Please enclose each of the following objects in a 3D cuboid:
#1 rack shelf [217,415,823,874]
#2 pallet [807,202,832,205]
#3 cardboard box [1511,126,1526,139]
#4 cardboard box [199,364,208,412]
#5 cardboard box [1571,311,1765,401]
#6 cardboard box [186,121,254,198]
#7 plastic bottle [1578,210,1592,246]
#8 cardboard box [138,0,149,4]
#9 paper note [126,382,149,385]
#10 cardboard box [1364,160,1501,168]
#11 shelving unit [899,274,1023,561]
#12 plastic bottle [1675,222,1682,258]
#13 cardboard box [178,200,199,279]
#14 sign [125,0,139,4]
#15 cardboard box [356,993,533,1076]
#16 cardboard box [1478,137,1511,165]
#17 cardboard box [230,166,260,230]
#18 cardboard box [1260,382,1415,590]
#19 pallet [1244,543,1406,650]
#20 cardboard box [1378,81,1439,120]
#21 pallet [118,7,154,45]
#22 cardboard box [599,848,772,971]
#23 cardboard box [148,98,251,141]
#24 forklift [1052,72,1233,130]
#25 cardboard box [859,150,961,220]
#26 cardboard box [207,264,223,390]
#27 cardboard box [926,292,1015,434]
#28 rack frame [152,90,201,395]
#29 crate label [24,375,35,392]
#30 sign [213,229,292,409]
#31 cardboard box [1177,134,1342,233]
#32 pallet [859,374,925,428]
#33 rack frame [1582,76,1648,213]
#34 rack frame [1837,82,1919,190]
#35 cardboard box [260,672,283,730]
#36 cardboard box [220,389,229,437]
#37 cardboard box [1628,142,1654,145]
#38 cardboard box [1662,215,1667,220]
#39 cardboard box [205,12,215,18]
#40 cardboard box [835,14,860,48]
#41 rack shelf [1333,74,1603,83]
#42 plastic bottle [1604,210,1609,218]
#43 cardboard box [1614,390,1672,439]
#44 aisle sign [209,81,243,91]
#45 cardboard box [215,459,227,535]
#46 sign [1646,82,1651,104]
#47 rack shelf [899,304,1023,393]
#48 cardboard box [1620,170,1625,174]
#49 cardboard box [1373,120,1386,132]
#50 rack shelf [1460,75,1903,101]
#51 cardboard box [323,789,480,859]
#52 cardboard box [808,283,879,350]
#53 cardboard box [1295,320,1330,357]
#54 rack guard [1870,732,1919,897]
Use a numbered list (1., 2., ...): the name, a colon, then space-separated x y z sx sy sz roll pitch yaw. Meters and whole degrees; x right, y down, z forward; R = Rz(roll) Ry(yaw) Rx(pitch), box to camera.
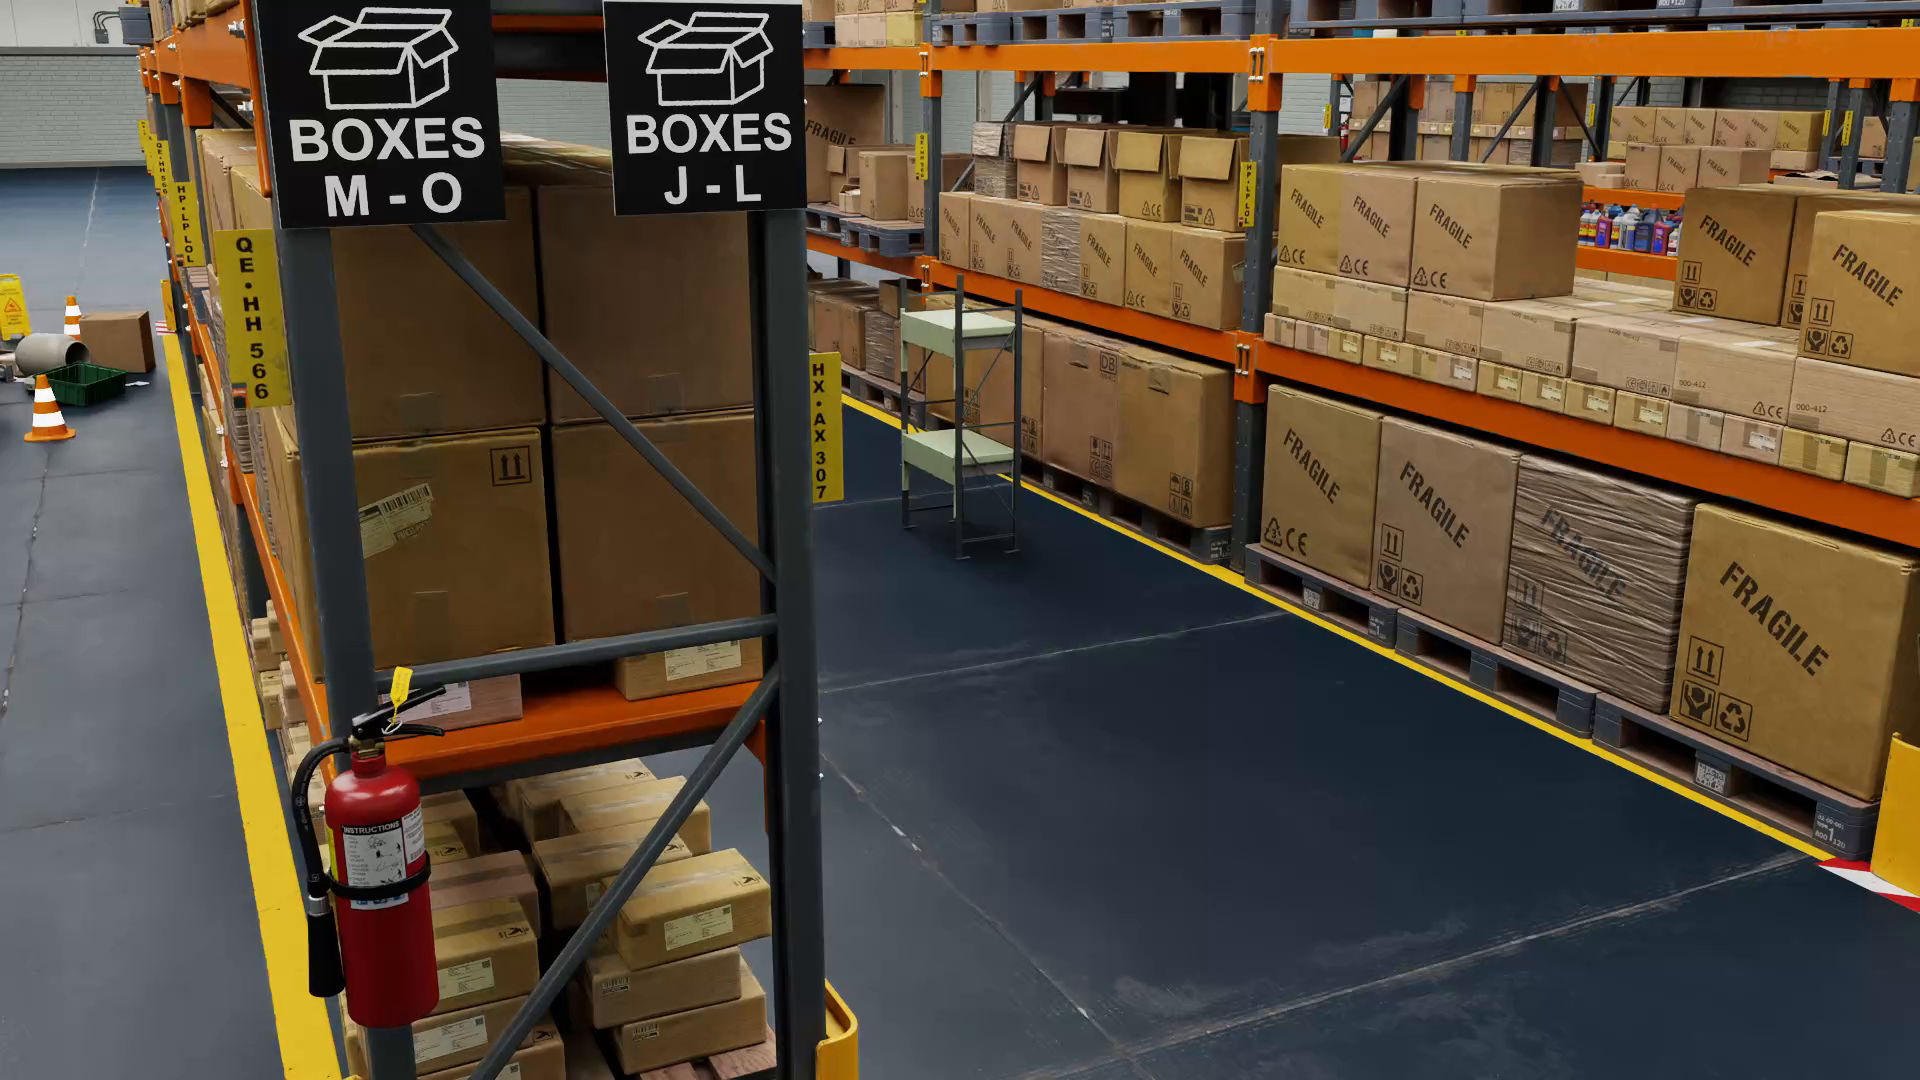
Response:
1. rack shelf: -1.664 0.092 5.296 1.077 0.370 4.000 -8 18 -25
2. pallet: -1.338 -3.008 15.143 1.003 0.211 1.213 -8 18 -25
3. cardboard box: 6.946 -4.967 20.263 0.380 0.149 0.250 -8 18 -26
4. cardboard box: -4.208 -0.902 9.867 0.500 0.250 0.500 -9 18 -27
5. cardboard box: 2.819 -0.743 6.635 0.500 0.250 0.500 -8 18 -27
6. cardboard box: -4.930 -2.635 11.500 0.700 0.500 0.500 -8 18 -26
7. plastic bottle: 4.950 -2.469 13.149 0.097 0.271 0.097 0 16 0
8. cardboard box: -5.021 -3.613 10.685 0.500 0.311 0.500 -8 18 -25
9. paper note: -7.154 -1.364 14.446 0.142 0.020 0.147 7 17 23
10. cardboard box: 2.404 -1.674 8.518 0.500 0.500 0.500 -7 17 -23
11. shelving unit: -0.003 -0.723 9.550 0.431 1.500 0.755 -8 18 -25
12. plastic bottle: 5.410 -2.228 12.301 0.152 0.276 0.135 -8 18 -25
13. cardboard box: -4.949 -1.993 11.075 0.500 0.500 0.500 -8 18 -25
14. sign: -6.544 -4.394 13.106 0.100 0.325 0.005 -8 18 -25
15. cardboard box: -1.276 1.171 4.099 0.380 0.149 0.250 -8 18 -26
16. cardboard box: 6.927 -4.791 20.827 0.700 0.500 0.500 -8 18 -25
17. cardboard box: -1.434 -0.638 4.004 0.500 0.500 0.500 -8 18 -27
18. cardboard box: 2.180 -0.331 8.557 0.875 0.875 0.875 -8 18 -25
19. pallet: 2.225 0.214 8.621 1.003 0.211 1.213 -8 18 -25
20. cardboard box: 6.064 -5.907 22.364 0.700 0.500 0.500 -8 18 -26
21. pallet: -4.623 -3.246 10.527 1.213 0.211 1.003 -7 17 -22
22. cardboard box: -0.712 0.954 4.317 0.380 0.149 0.250 -9 18 -27
23. cardboard box: -6.521 -3.542 14.427 0.875 0.550 0.550 -8 18 -25
24. forklift: 1.258 -2.447 12.966 3.031 2.935 1.130 14 21 41
25. cardboard box: -0.397 -2.821 13.200 0.700 0.500 0.500 -5 17 -17
26. cardboard box: -2.550 -0.787 6.336 0.500 0.500 0.500 -8 18 -26
27. cardboard box: 0.494 -1.323 12.012 1.225 0.875 0.875 -9 18 -27
28. rack frame: -6.045 -2.733 13.837 1.000 3.000 0.127 -8 18 -25
29. crate label: -7.779 -1.329 14.135 0.250 0.136 0.298 7 17 23
30. sign: -1.296 -0.404 3.049 0.100 0.325 0.005 -8 18 -25
31. cardboard box: 1.675 -2.011 9.322 0.797 0.503 0.637 -8 18 -26
32. pallet: -0.131 -1.169 13.443 1.003 0.211 1.213 -8 18 -25
33. rack frame: 10.063 -6.095 25.552 1.000 3.000 0.127 -8 18 -25
34. rack frame: 9.117 -3.512 16.550 1.000 3.000 0.127 -8 18 -25
35. cardboard box: -2.553 0.614 6.580 0.380 0.149 0.250 -7 17 -23
36. cardboard box: -2.711 -0.519 6.577 0.380 0.149 0.250 -7 17 -23
37. cardboard box: 10.232 -5.746 24.572 0.500 0.250 0.500 -8 18 -27
38. cardboard box: 10.535 -4.690 24.734 0.500 0.311 0.500 -6 17 -20
39. cardboard box: -1.661 -1.458 4.229 0.500 0.250 0.500 -7 17 -23
40. cardboard box: -0.666 -4.020 13.155 0.500 0.250 0.500 -7 17 -23
41. rack shelf: 6.488 -6.096 21.420 1.077 0.370 4.000 -8 18 -25
42. plastic bottle: 5.401 -2.658 13.934 0.097 0.201 0.097 0 16 0
43. cardboard box: 2.814 -0.513 6.555 0.380 0.149 0.250 -8 18 -26
44. aisle sign: -7.559 -5.028 17.122 0.394 0.787 0.004 -8 18 -25
45. cardboard box: -3.760 -0.285 9.075 0.500 0.500 0.500 -8 18 -26
46. sign: 10.571 -6.866 25.565 0.100 0.325 0.005 -8 18 -25
47. rack shelf: -0.003 -1.098 9.442 0.431 0.370 0.720 -8 18 -25
48. cardboard box: 7.915 -4.243 19.343 0.396 0.266 0.258 -8 18 -26
49. cardboard box: 5.816 -5.605 22.487 0.380 0.149 0.250 -8 18 -25
50. rack shelf: 5.539 -3.514 12.425 1.077 0.370 4.000 -8 18 -25
51. cardboard box: -1.590 0.834 4.734 0.380 0.149 0.250 -8 18 -27
52. cardboard box: -1.101 -2.042 15.163 0.700 0.500 0.500 -8 18 -25
53. cardboard box: 1.908 -1.024 8.338 0.380 0.149 0.250 -8 18 -27
54. rack guard: 3.725 0.875 5.794 1.175 0.500 0.348 -8 18 -25
